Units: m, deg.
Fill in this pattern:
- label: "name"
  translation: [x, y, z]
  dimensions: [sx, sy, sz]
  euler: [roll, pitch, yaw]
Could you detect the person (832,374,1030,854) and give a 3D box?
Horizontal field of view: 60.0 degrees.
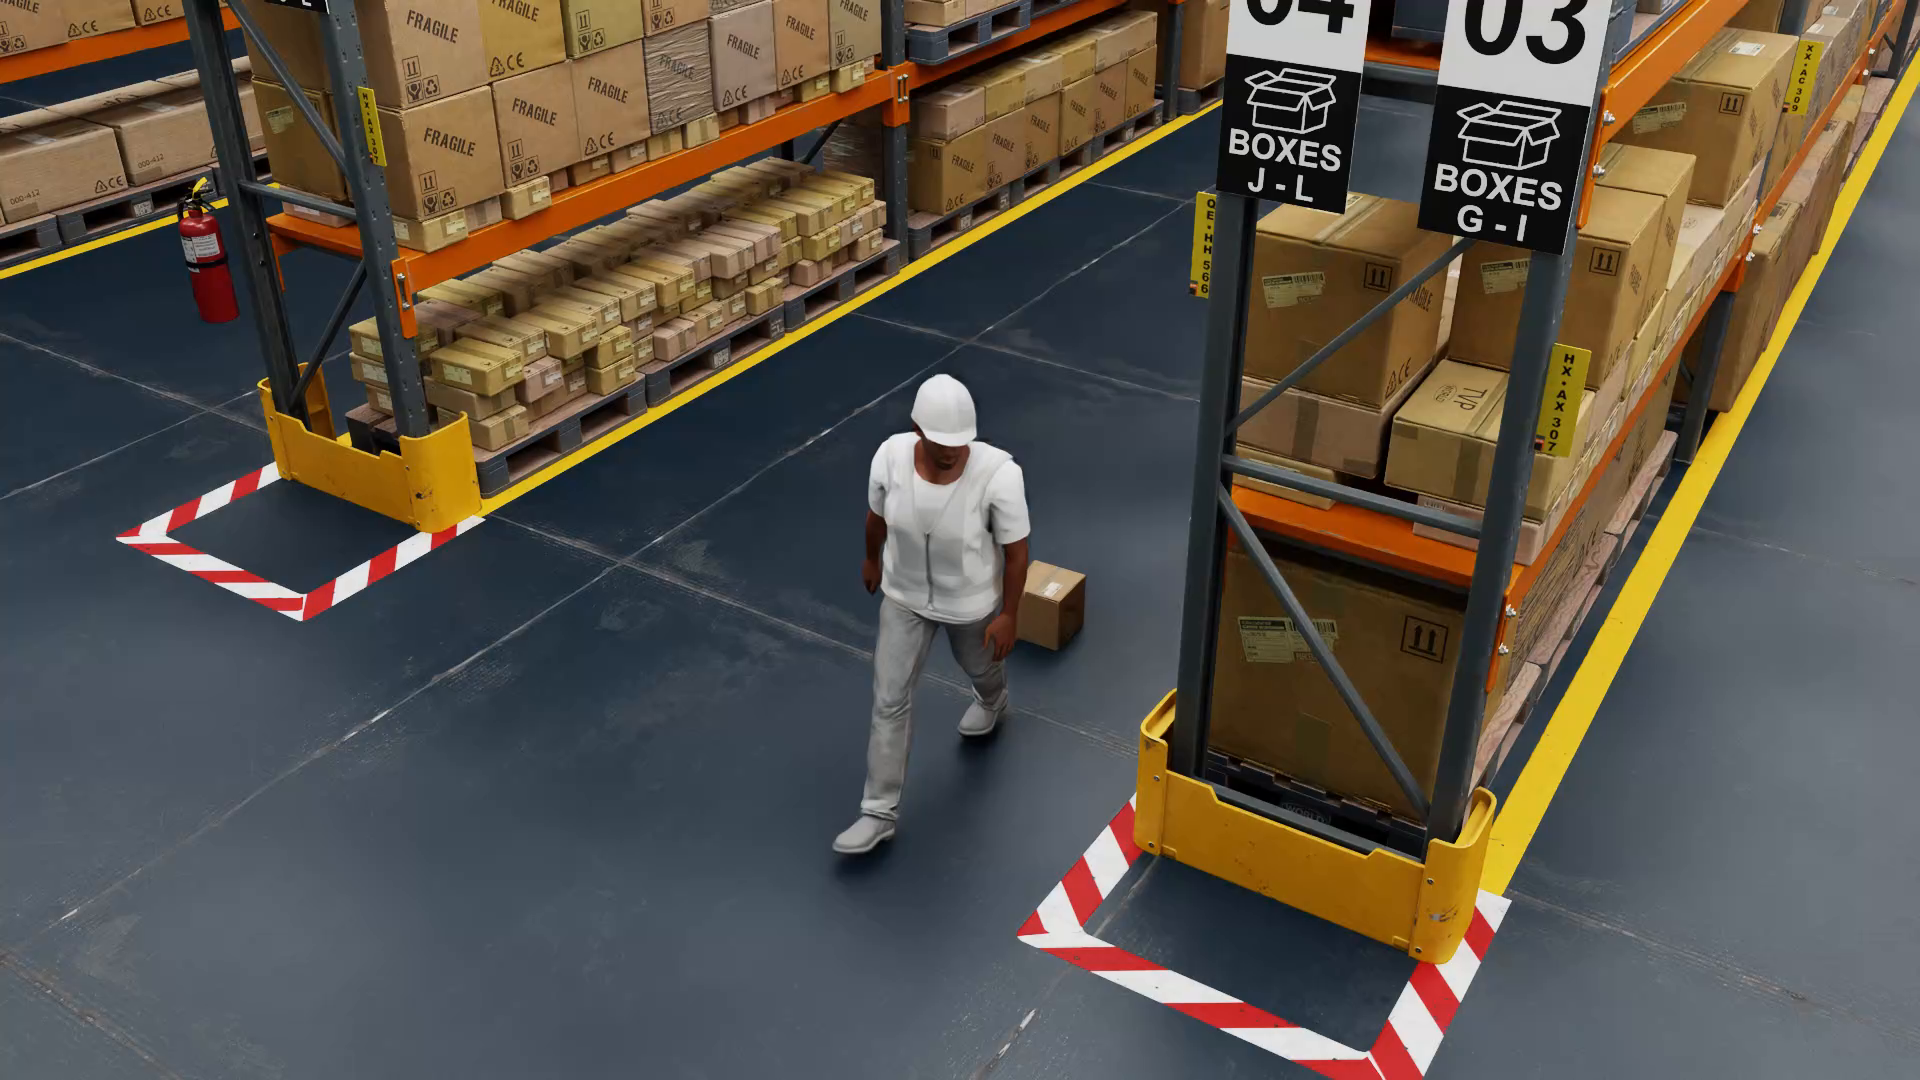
- label: "person"
  translation: [-0.092, 0.193, 5.807]
  dimensions: [0.661, 1.700, 1.113]
  euler: [7, 31, 12]
